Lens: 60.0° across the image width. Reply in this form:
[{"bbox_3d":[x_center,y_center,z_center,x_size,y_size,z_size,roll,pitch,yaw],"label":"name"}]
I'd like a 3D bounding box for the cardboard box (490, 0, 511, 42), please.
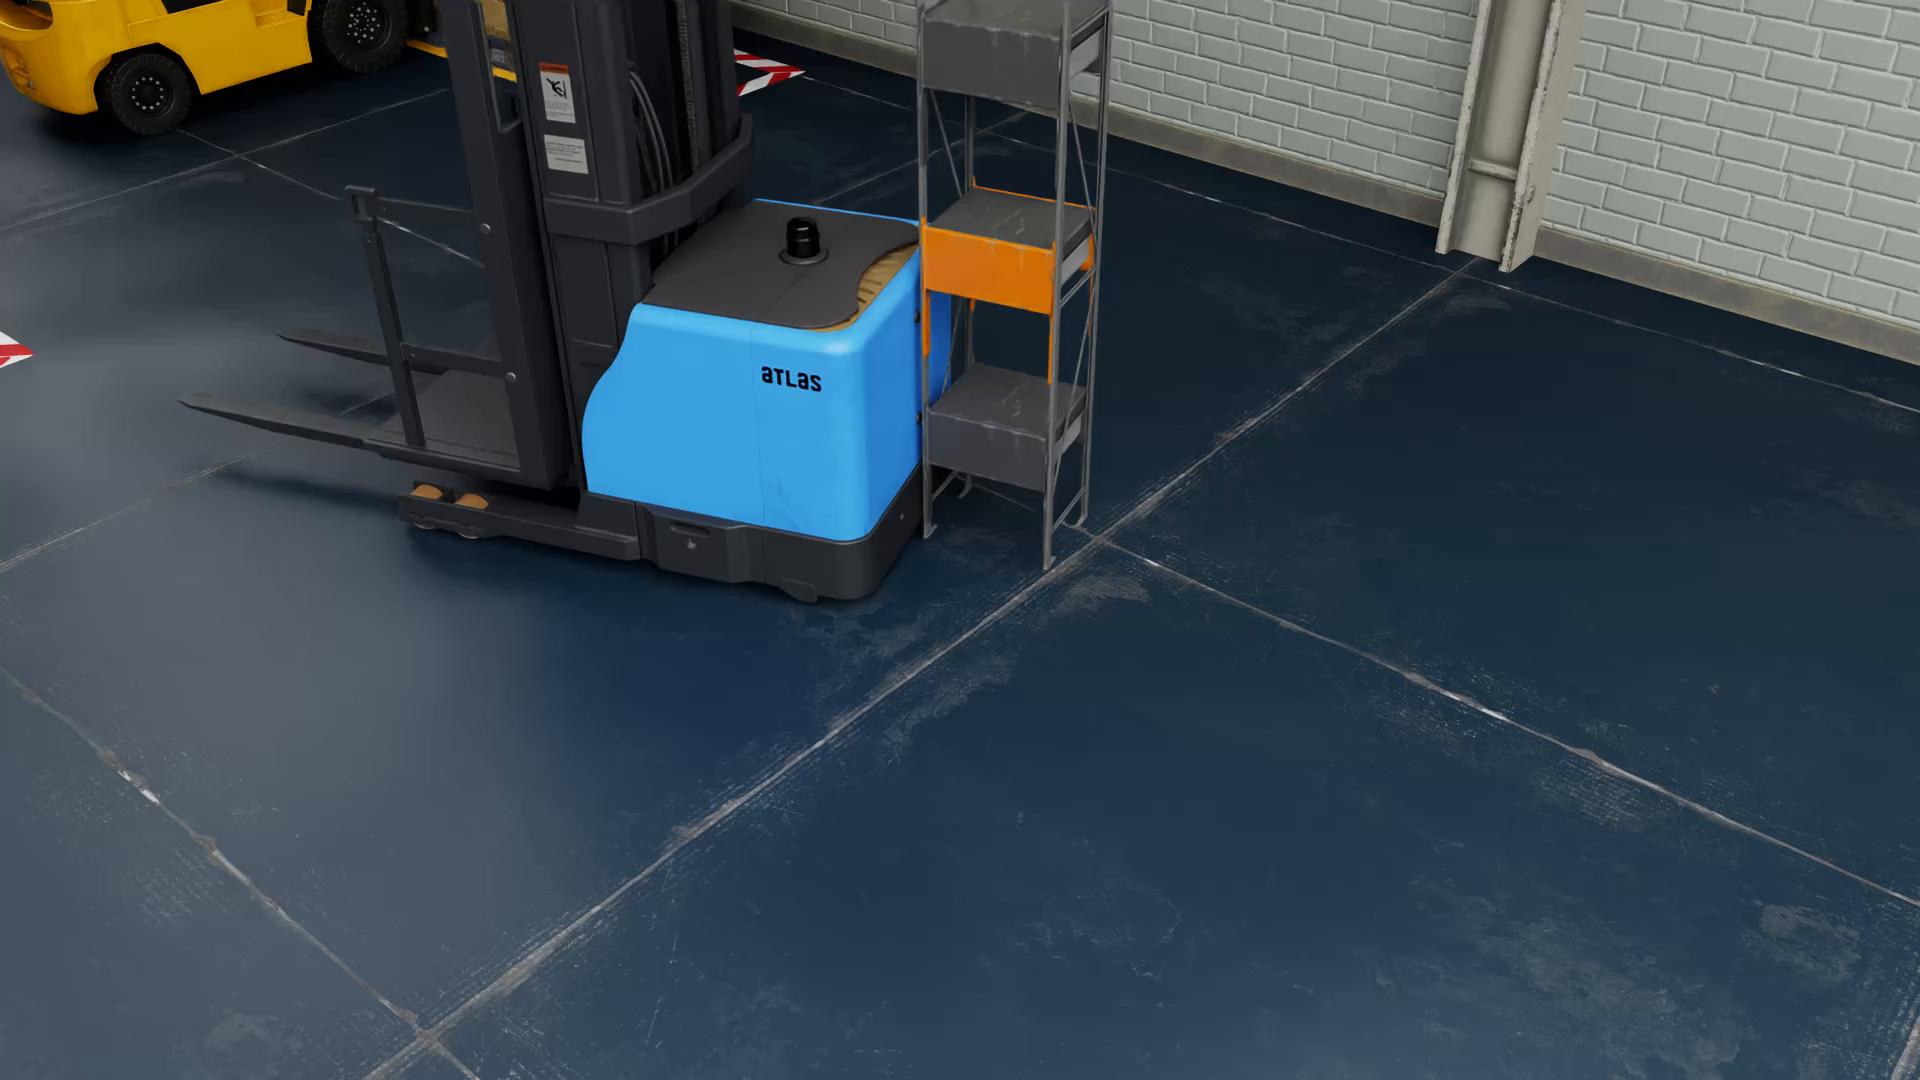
[{"bbox_3d":[-2.578,-3.287,10.444,0.500,0.250,0.500,26,42,32],"label":"cardboard box"}]

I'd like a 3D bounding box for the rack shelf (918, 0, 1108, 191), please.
[{"bbox_3d":[0.176,-1.479,5.336,0.480,0.518,0.431,15,37,20],"label":"rack shelf"}]

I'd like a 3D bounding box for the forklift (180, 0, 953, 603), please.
[{"bbox_3d":[-1.592,-1.482,5.819,3.031,2.935,1.130,11,36,16],"label":"forklift"}]

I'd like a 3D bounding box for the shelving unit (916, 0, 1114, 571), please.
[{"bbox_3d":[0.176,-0.913,5.725,0.503,2.100,0.431,15,37,20],"label":"shelving unit"}]

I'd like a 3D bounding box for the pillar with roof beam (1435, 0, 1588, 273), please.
[{"bbox_3d":[-0.117,-3.285,3.085,0.400,9.000,9.100,25,42,32],"label":"pillar with roof beam"}]

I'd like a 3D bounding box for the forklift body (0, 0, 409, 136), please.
[{"bbox_3d":[-4.640,-3.757,9.821,1.214,2.155,2.313,25,42,32],"label":"forklift body"}]

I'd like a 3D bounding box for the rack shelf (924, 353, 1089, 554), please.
[{"bbox_3d":[0.176,-0.325,6.129,0.480,0.518,0.431,15,37,20],"label":"rack shelf"}]

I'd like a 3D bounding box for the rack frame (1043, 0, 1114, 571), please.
[{"bbox_3d":[0.397,-0.854,5.639,0.015,2.100,0.400,15,37,20],"label":"rack frame"}]

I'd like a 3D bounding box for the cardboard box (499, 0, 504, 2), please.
[{"bbox_3d":[-2.589,-3.500,10.313,0.500,0.250,0.500,25,41,31],"label":"cardboard box"}]

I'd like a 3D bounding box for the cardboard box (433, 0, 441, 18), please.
[{"bbox_3d":[-3.333,-3.656,10.982,0.500,0.250,0.500,26,42,32],"label":"cardboard box"}]

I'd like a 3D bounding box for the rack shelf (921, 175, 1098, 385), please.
[{"bbox_3d":[0.176,-0.902,5.732,0.480,0.518,0.431,15,37,20],"label":"rack shelf"}]

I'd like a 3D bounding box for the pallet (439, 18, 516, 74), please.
[{"bbox_3d":[-2.630,-3.324,10.903,1.213,0.211,1.003,25,42,32],"label":"pallet"}]

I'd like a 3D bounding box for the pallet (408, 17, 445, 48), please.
[{"bbox_3d":[-3.563,-3.766,11.547,1.213,0.211,1.003,25,42,32],"label":"pallet"}]

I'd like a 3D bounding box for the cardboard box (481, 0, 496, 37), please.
[{"bbox_3d":[-2.954,-3.471,10.712,0.500,0.250,0.500,25,42,32],"label":"cardboard box"}]

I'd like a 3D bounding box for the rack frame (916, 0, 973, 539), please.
[{"bbox_3d":[-0.045,-0.972,5.810,0.015,2.100,0.400,15,37,20],"label":"rack frame"}]
